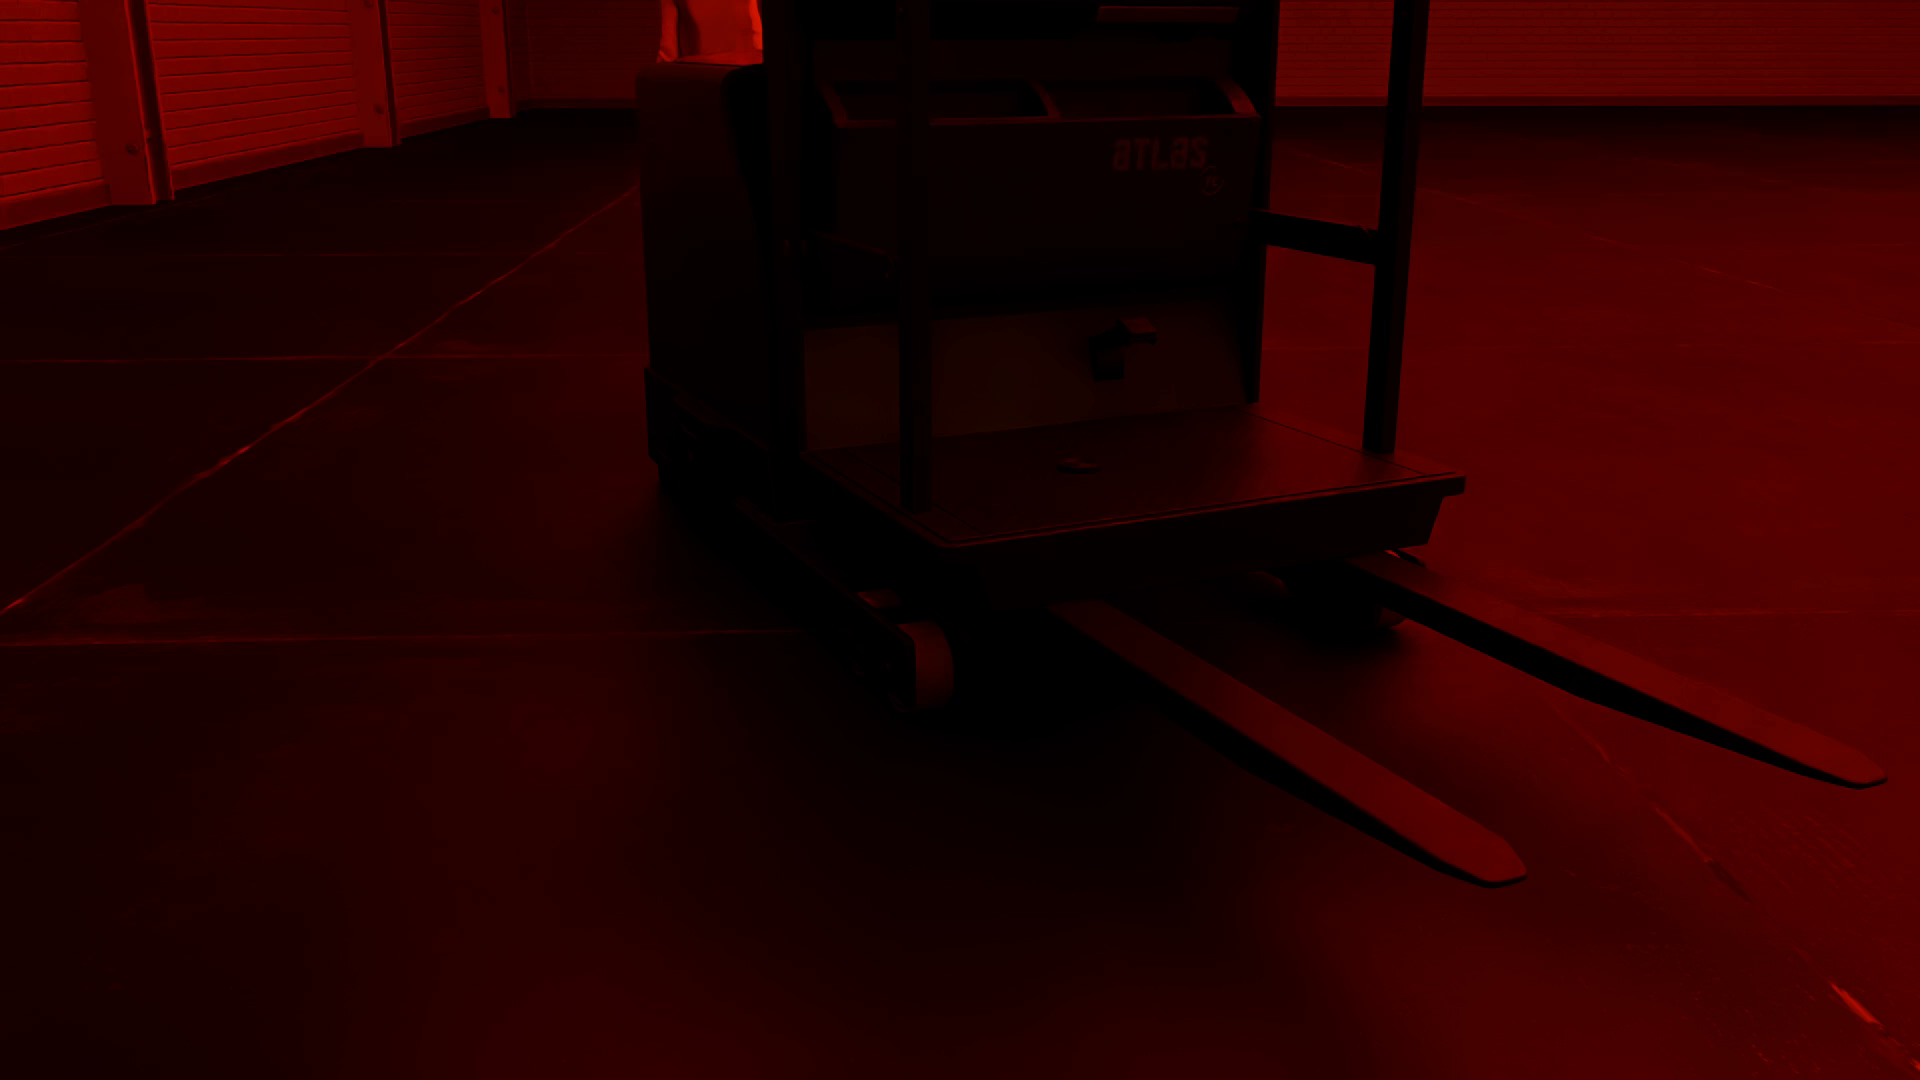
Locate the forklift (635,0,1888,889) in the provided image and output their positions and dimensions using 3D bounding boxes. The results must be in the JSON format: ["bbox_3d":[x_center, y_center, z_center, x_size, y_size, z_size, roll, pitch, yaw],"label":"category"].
[{"bbox_3d":[0.258,-1.240,2.962,1.130,2.935,3.031,-8,19,-24],"label":"forklift"}]

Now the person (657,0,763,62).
[{"bbox_3d":[-0.945,-1.615,6.499,0.479,1.580,0.345,-6,18,-19],"label":"person"}]
